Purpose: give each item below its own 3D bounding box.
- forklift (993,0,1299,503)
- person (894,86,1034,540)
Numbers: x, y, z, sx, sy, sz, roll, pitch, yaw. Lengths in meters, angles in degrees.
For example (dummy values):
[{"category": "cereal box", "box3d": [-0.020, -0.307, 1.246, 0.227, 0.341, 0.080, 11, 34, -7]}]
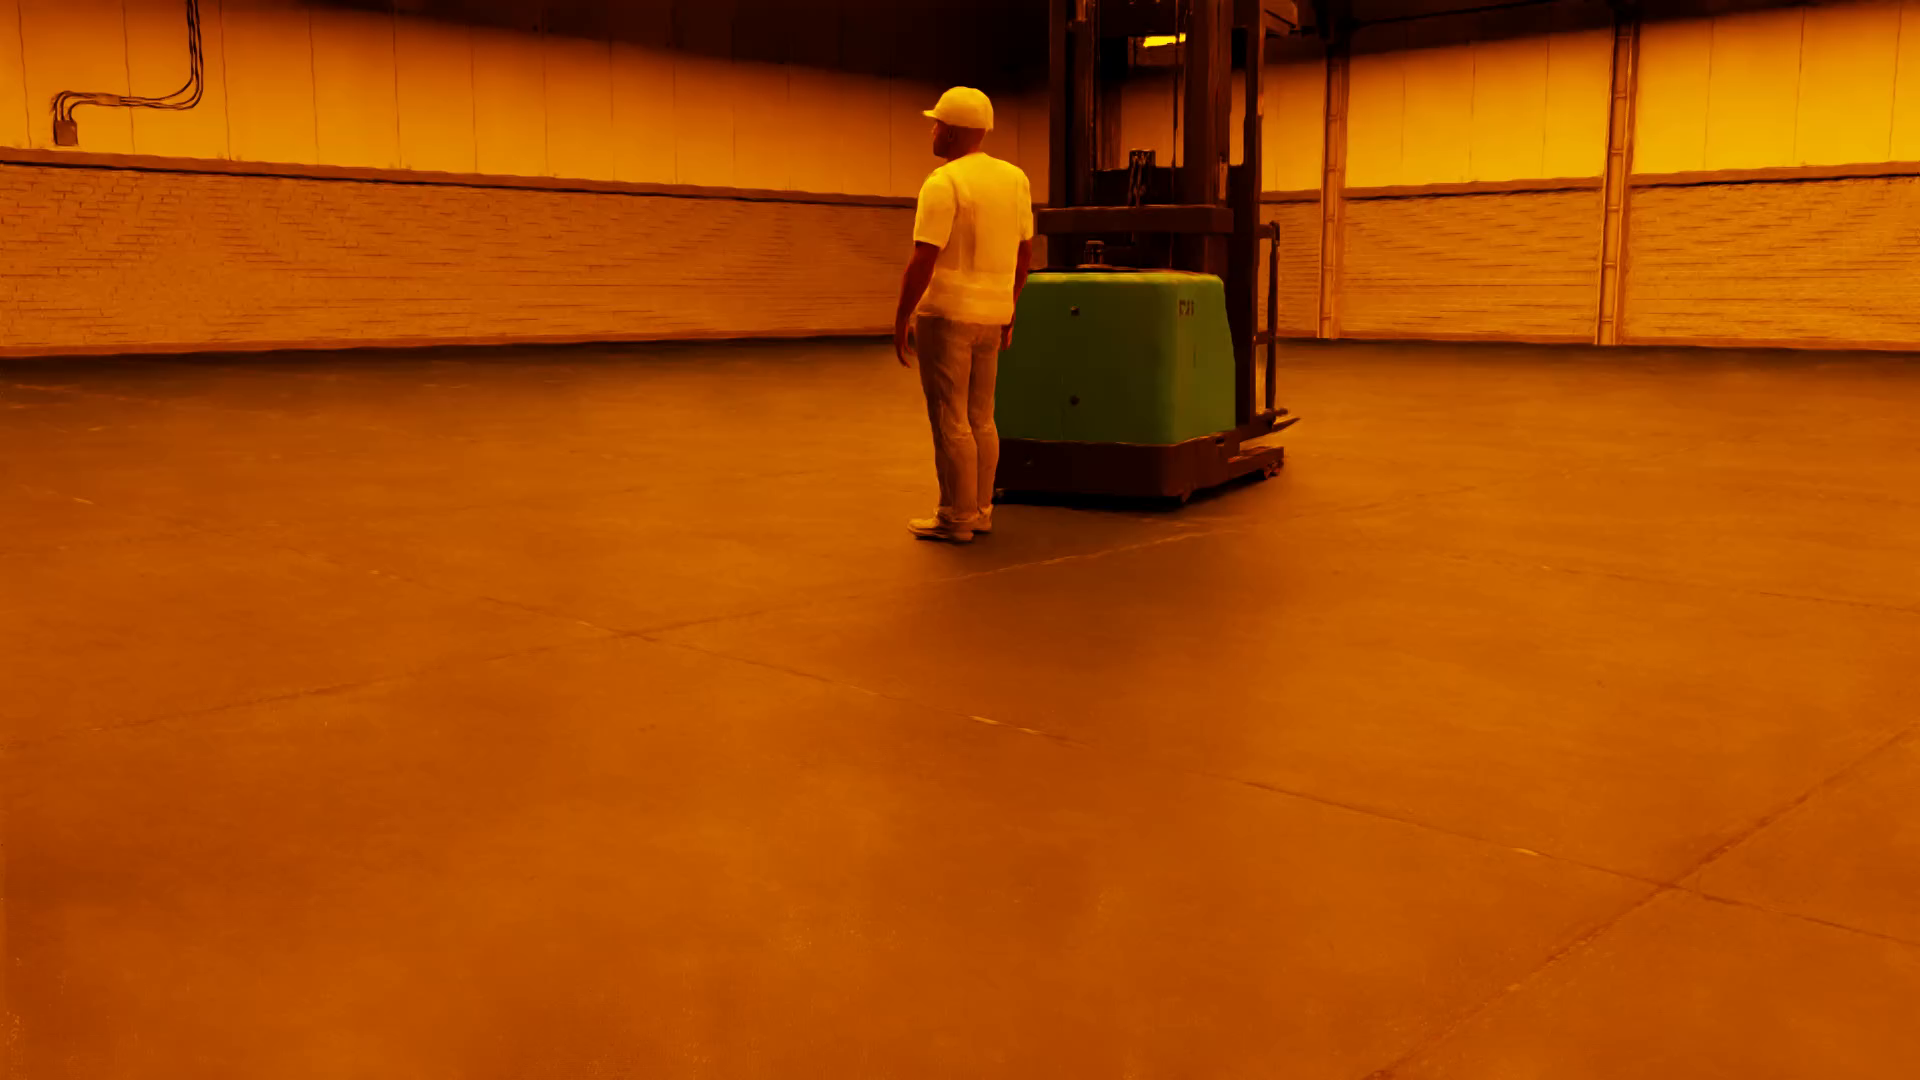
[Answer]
[{"category": "forklift", "box3d": [1.124, -1.802, 8.840, 1.130, 2.935, 3.031, 4, 9, 25]}, {"category": "person", "box3d": [-0.046, -0.888, 6.636, 0.576, 1.766, 0.665, 8, 12, 43]}]
